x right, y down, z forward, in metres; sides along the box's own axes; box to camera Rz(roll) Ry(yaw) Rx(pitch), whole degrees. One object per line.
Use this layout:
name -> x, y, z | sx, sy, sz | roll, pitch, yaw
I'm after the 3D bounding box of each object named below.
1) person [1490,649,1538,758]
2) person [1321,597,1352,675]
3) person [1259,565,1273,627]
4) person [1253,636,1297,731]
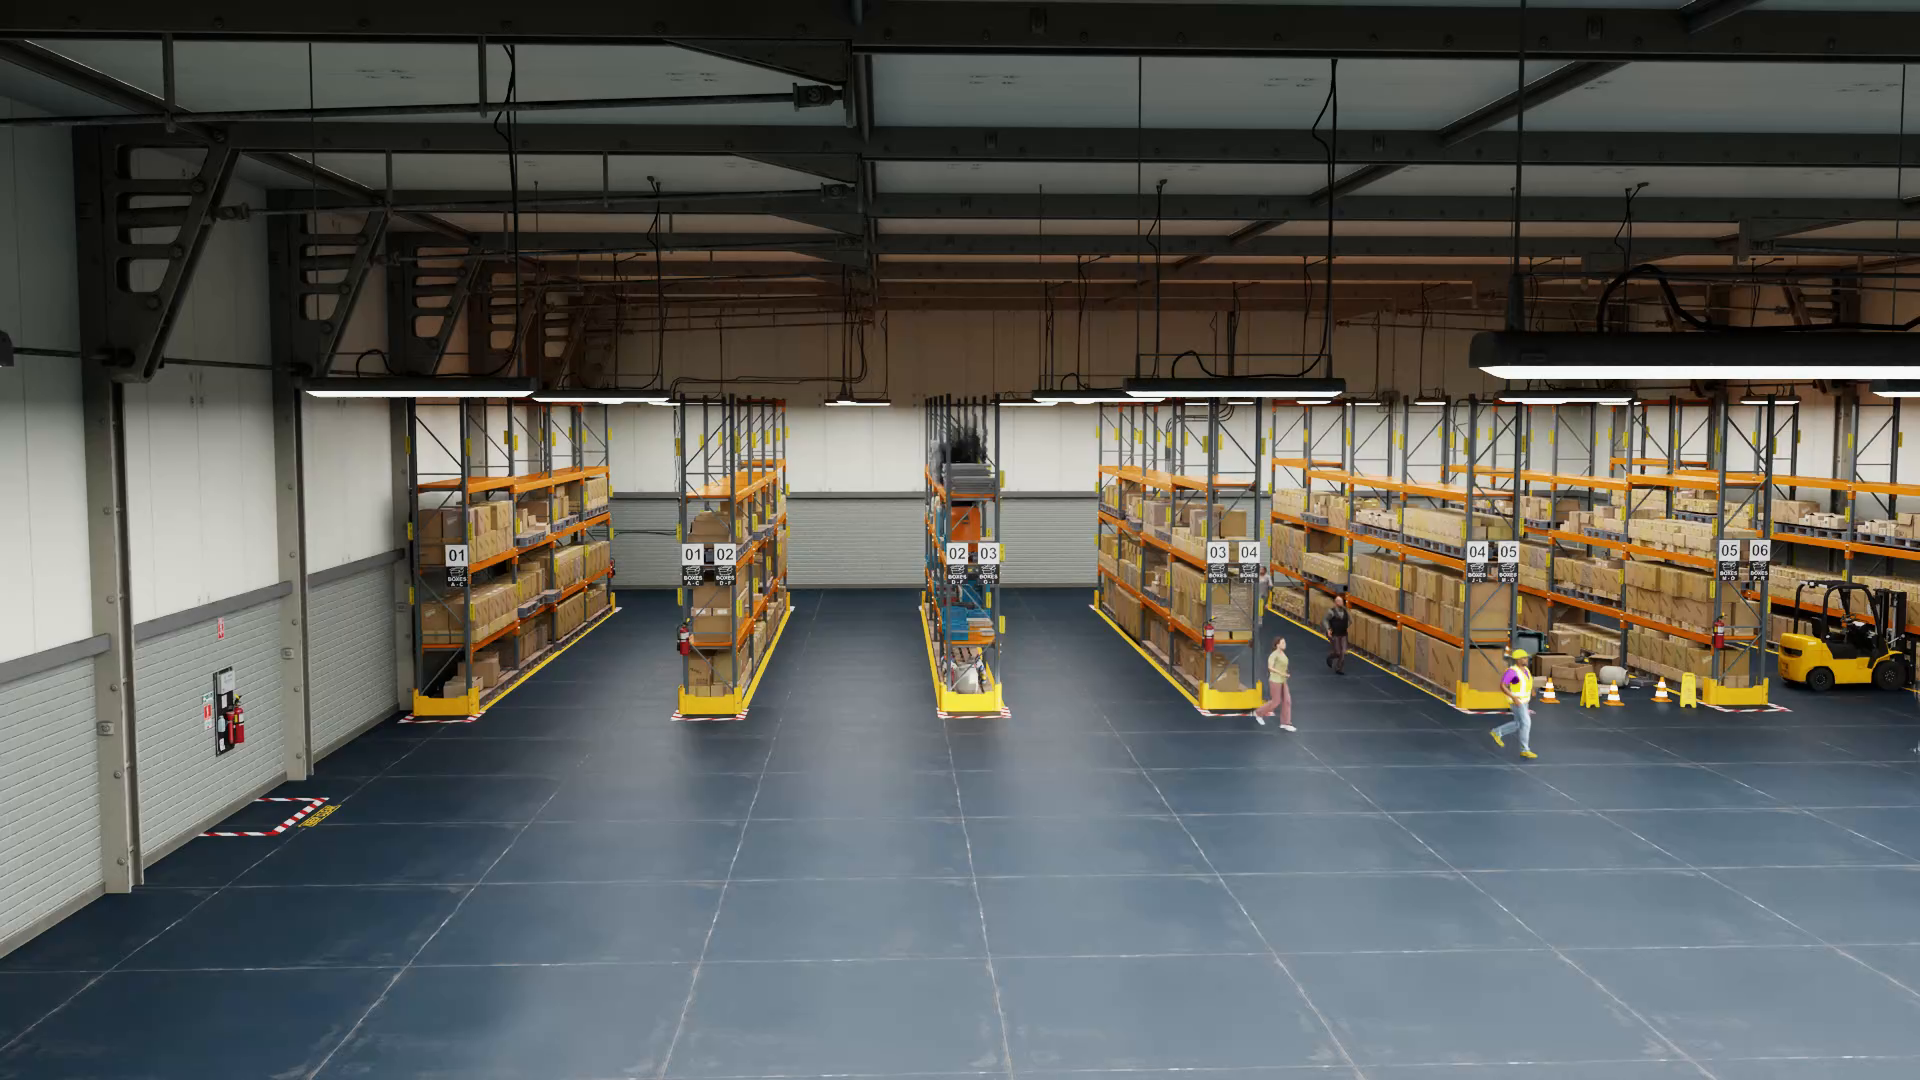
person -> 9.158, 2.670, 27.415 | 0.843, 1.766, 0.689 | 4, 6, 41
person -> 8.140, 2.055, 35.855 | 0.671, 1.679, 0.597 | -1, 5, -14
person -> 7.973, 1.481, 43.769 | 0.507, 1.646, 0.707 | 0, 5, -2
person -> 5.659, 2.551, 29.712 | 0.806, 1.673, 0.600 | 3, 6, 36
